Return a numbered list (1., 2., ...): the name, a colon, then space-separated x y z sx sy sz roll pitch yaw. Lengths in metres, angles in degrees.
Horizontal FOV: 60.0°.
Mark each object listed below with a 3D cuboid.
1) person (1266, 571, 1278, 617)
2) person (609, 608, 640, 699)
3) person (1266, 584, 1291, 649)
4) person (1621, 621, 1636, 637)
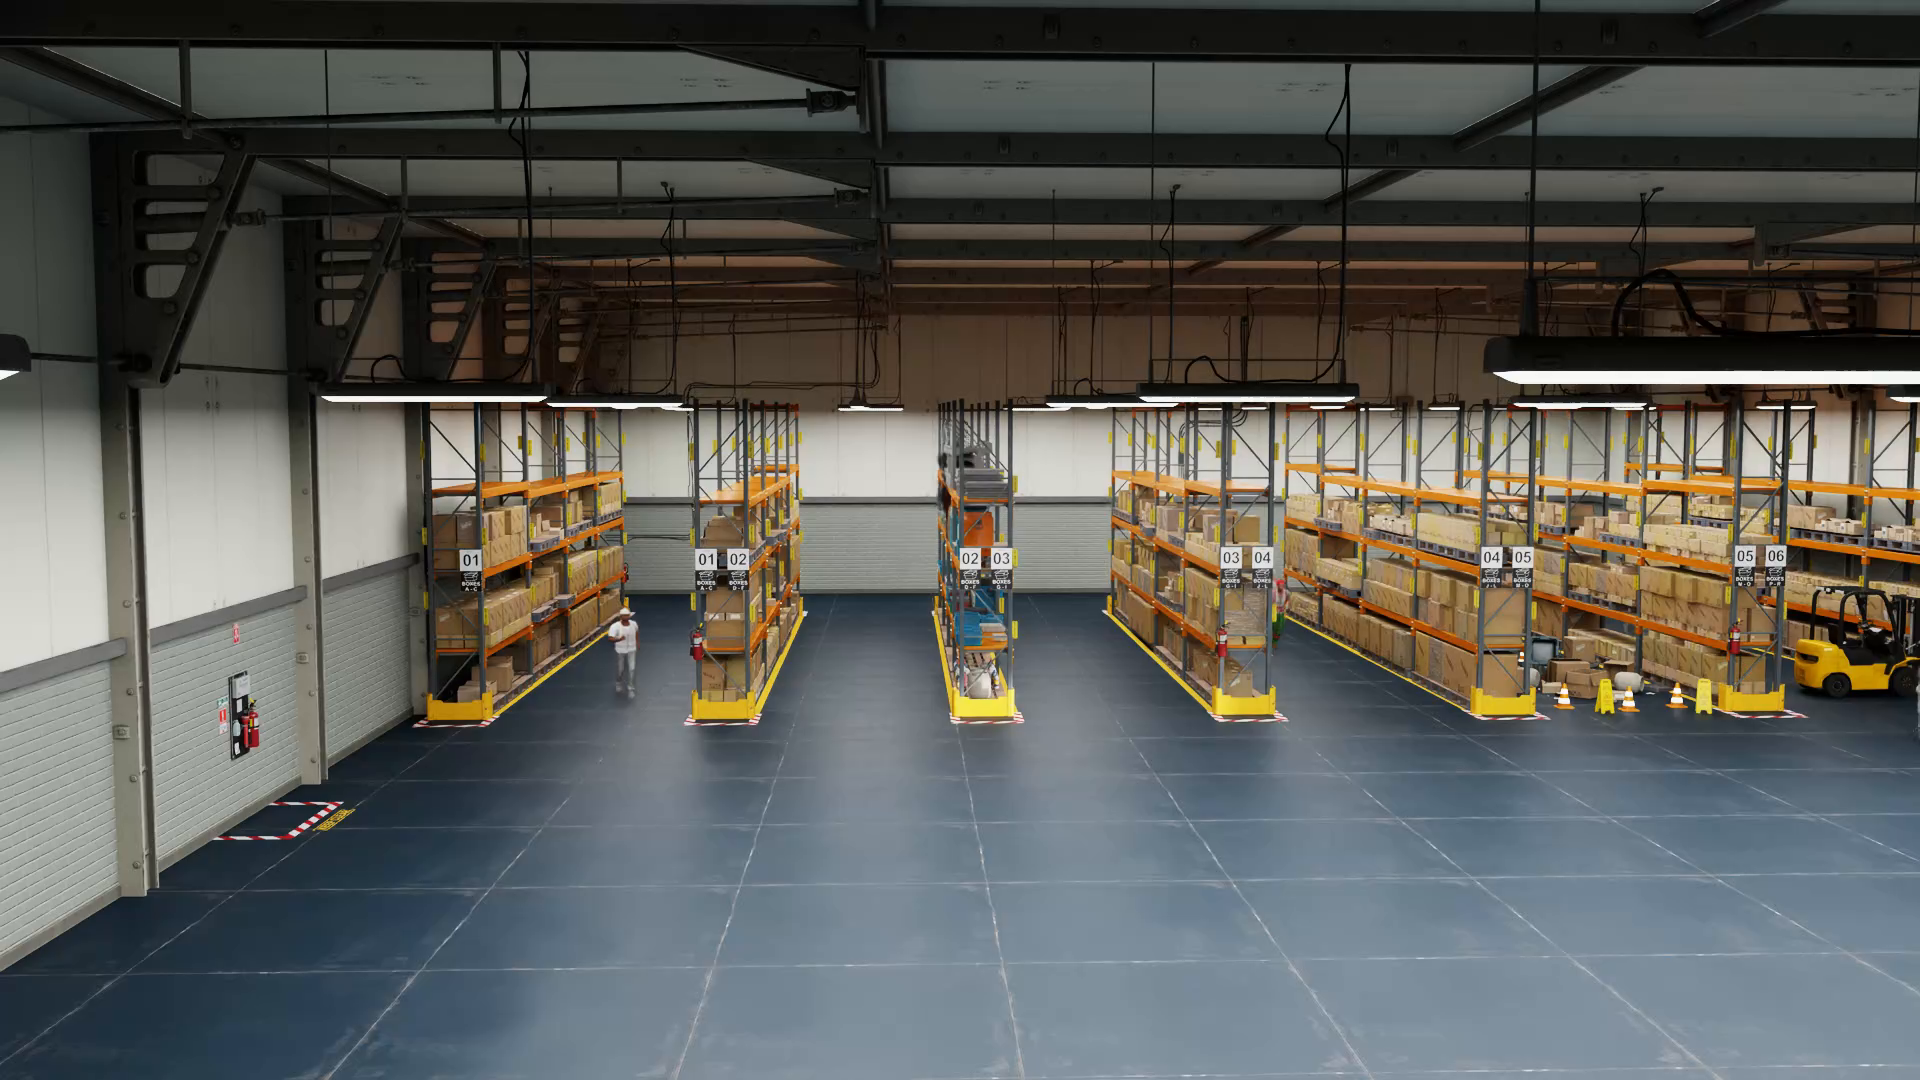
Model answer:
1. person: 8.236 1.415 44.905 0.666 1.799 1.002 0 4 -1
2. person: -6.778 2.259 33.614 0.688 1.781 0.950 -2 5 -24
3. person: 7.753 1.820 40.727 0.654 1.662 0.759 -1 4 -13
4. person: 16.936 1.732 41.889 0.517 1.634 0.754 0 4 -6
